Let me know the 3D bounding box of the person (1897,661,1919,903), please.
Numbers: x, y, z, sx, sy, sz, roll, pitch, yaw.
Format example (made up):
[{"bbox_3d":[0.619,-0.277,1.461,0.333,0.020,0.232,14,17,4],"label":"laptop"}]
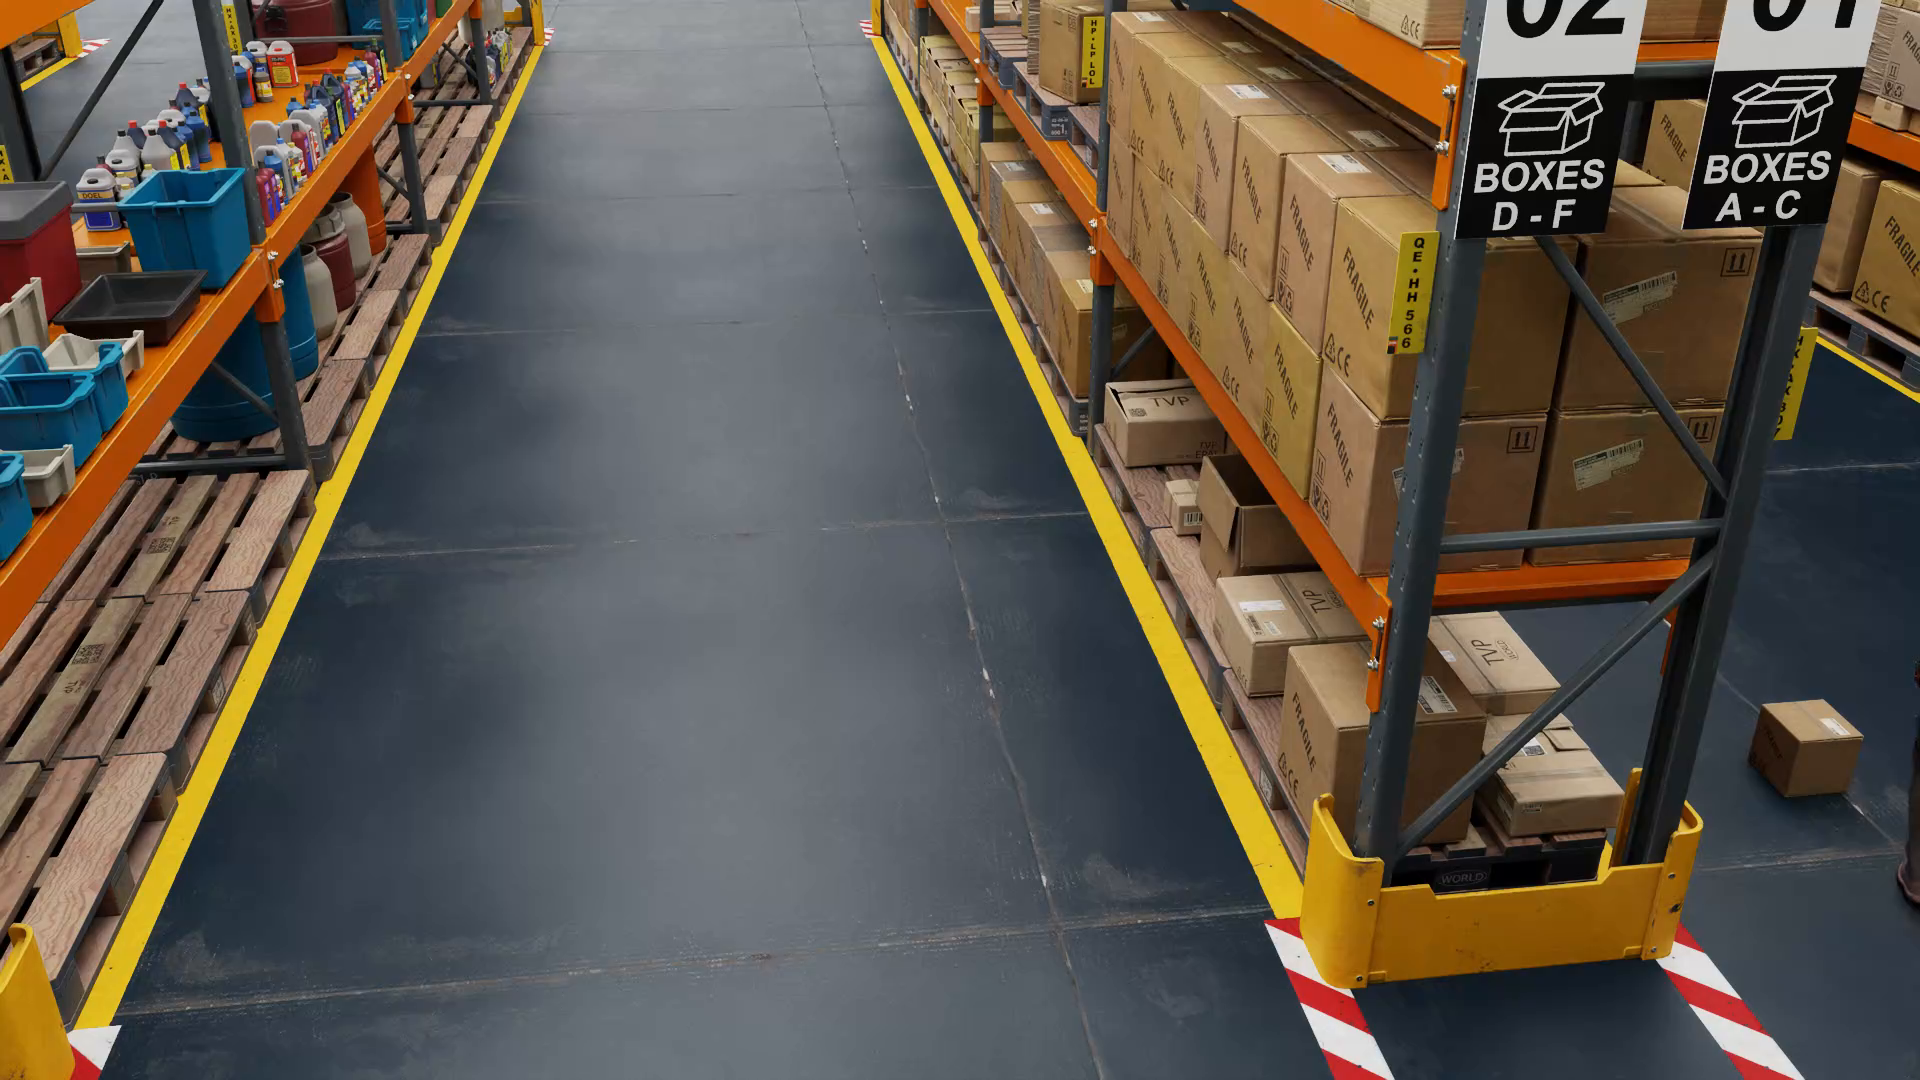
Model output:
[{"bbox_3d":[3.322,0.408,5.325,0.454,1.673,0.528,4,28,8],"label":"person"}]
